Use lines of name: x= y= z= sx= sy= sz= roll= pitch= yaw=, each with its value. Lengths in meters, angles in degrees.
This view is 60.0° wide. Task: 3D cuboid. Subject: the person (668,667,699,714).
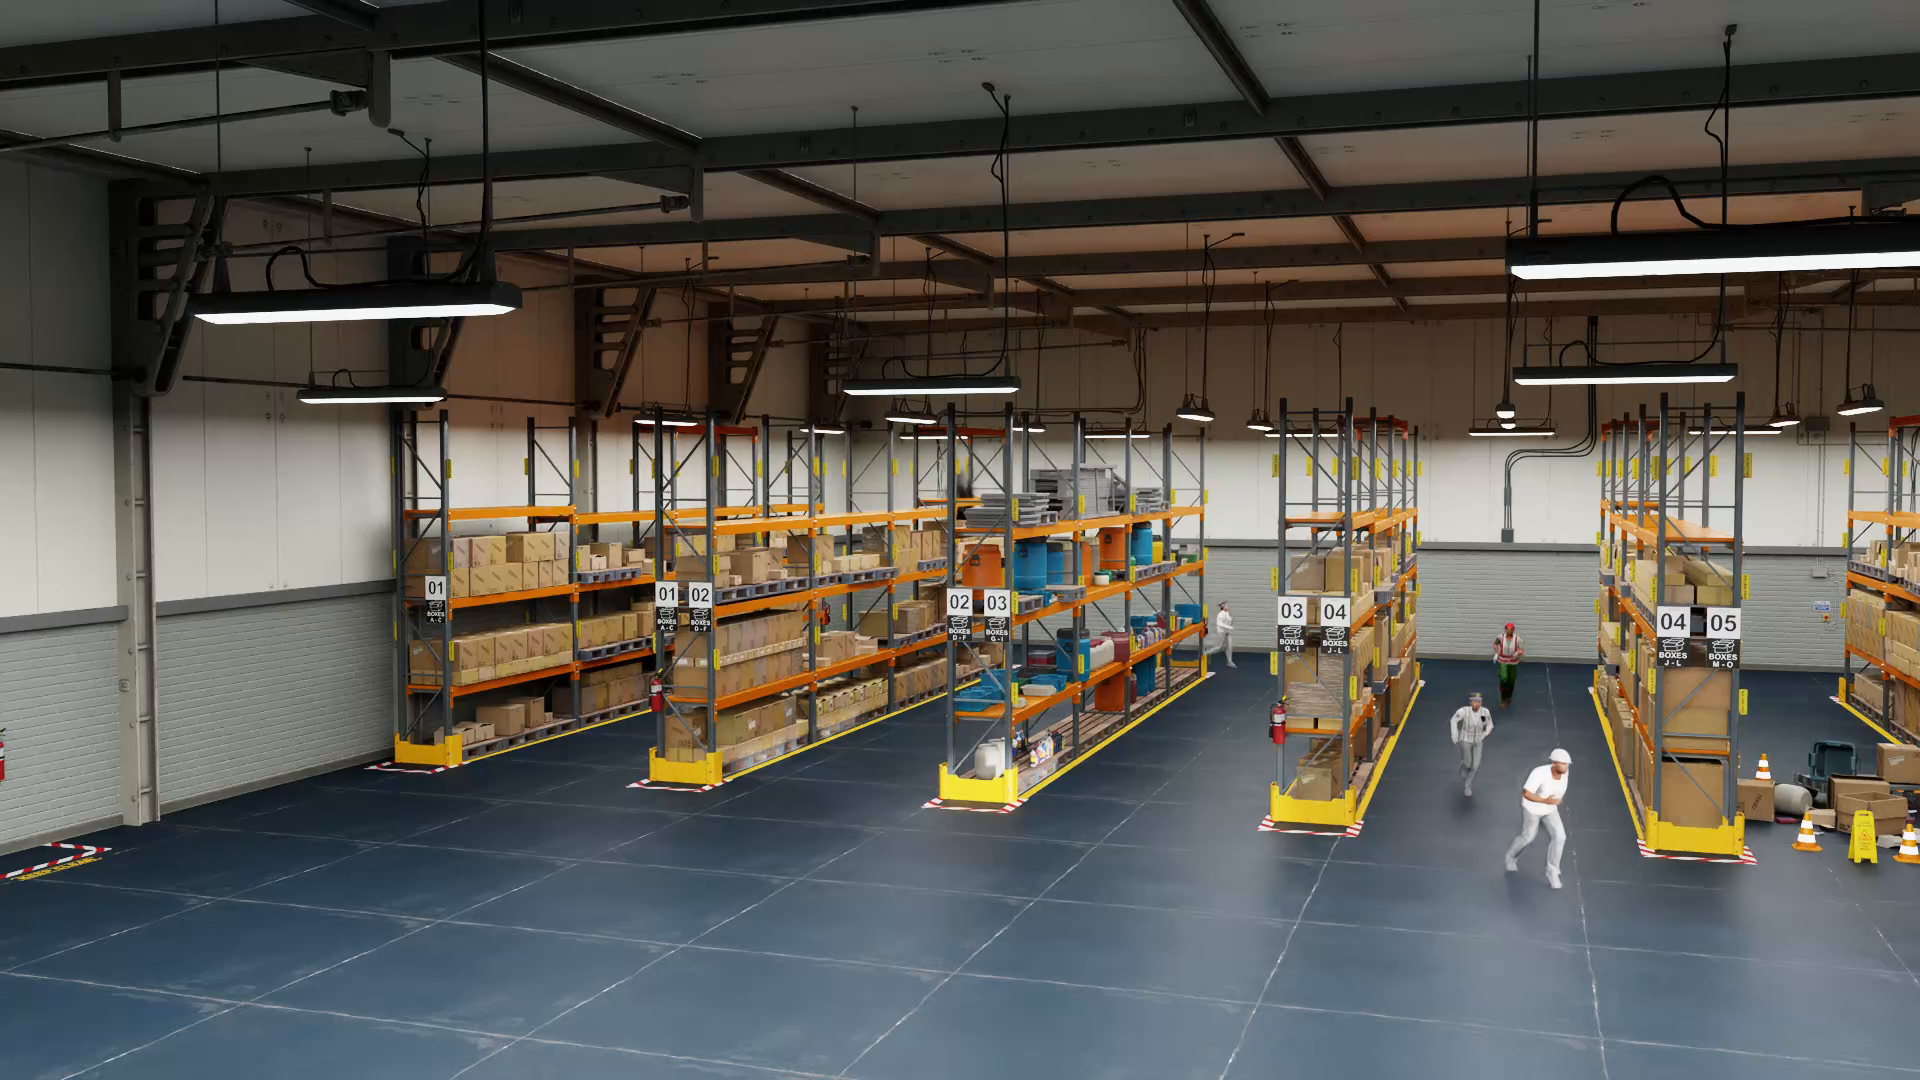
person: x=-5.090 y=2.892 z=30.958 sx=0.686 sy=1.584 sz=0.895 roll=0 pitch=2 yaw=-7

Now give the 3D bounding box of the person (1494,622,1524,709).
person: x=11.539 y=2.625 z=34.977 sx=0.586 sy=1.816 sz=0.900 roll=1 pitch=2 yaw=12

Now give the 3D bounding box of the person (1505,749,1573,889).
person: x=7.018 y=3.330 z=20.142 sx=0.746 sy=1.716 sz=1.031 roll=-1 pitch=3 yaw=-24

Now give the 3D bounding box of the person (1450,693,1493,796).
person: x=7.875 y=3.124 z=25.614 sx=0.609 sy=1.608 sz=0.694 roll=0 pitch=2 yaw=0

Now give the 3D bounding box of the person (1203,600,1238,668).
person: x=6.618 y=2.368 z=42.043 sx=0.874 sy=1.705 sz=0.626 roll=2 pitch=3 yaw=32
